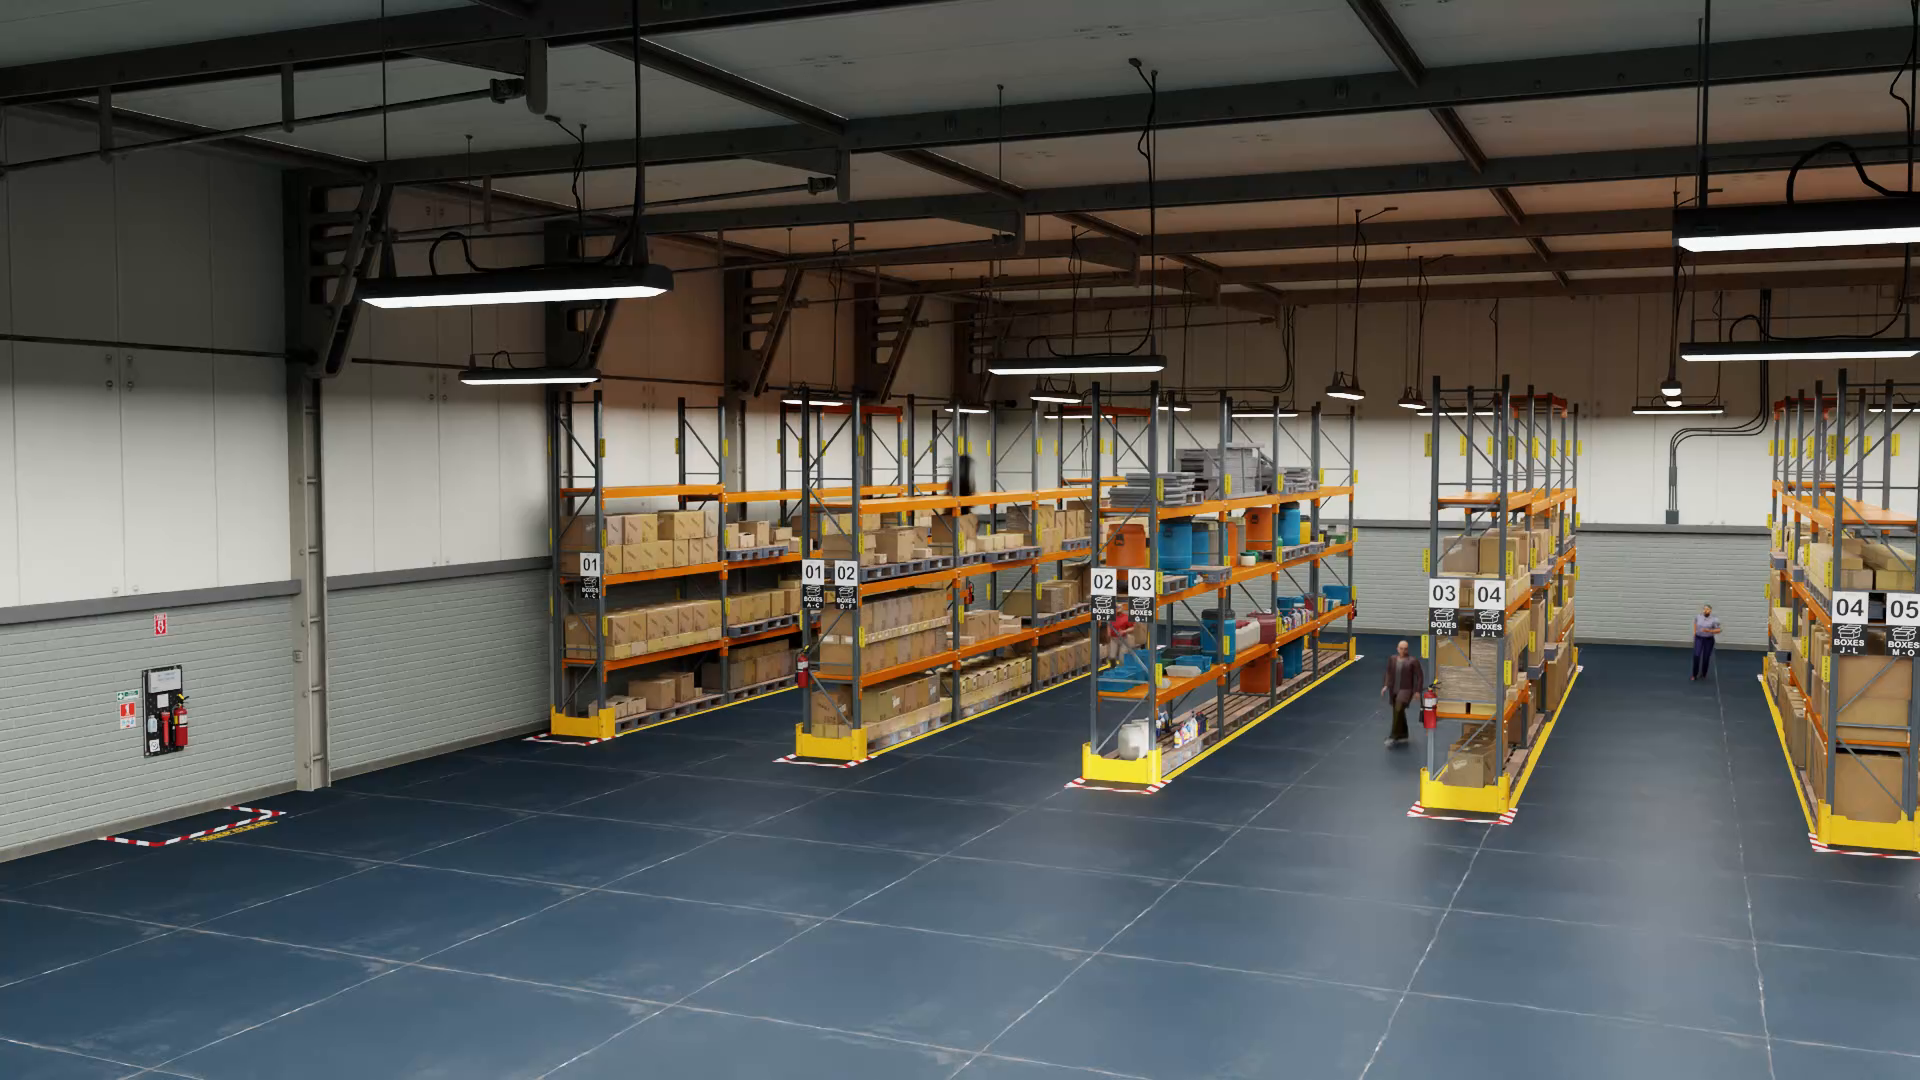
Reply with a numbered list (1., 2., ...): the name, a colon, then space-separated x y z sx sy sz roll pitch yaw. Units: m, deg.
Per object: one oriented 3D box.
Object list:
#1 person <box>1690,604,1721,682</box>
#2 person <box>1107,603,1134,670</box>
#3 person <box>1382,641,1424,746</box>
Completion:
1. person: 16.058 2.219 35.745 0.578 1.693 0.726 2 4 31
2. person: 3.390 2.195 35.404 0.634 1.728 0.695 1 3 16
3. person: 7.404 2.554 27.940 0.904 1.733 0.643 -3 4 -41
